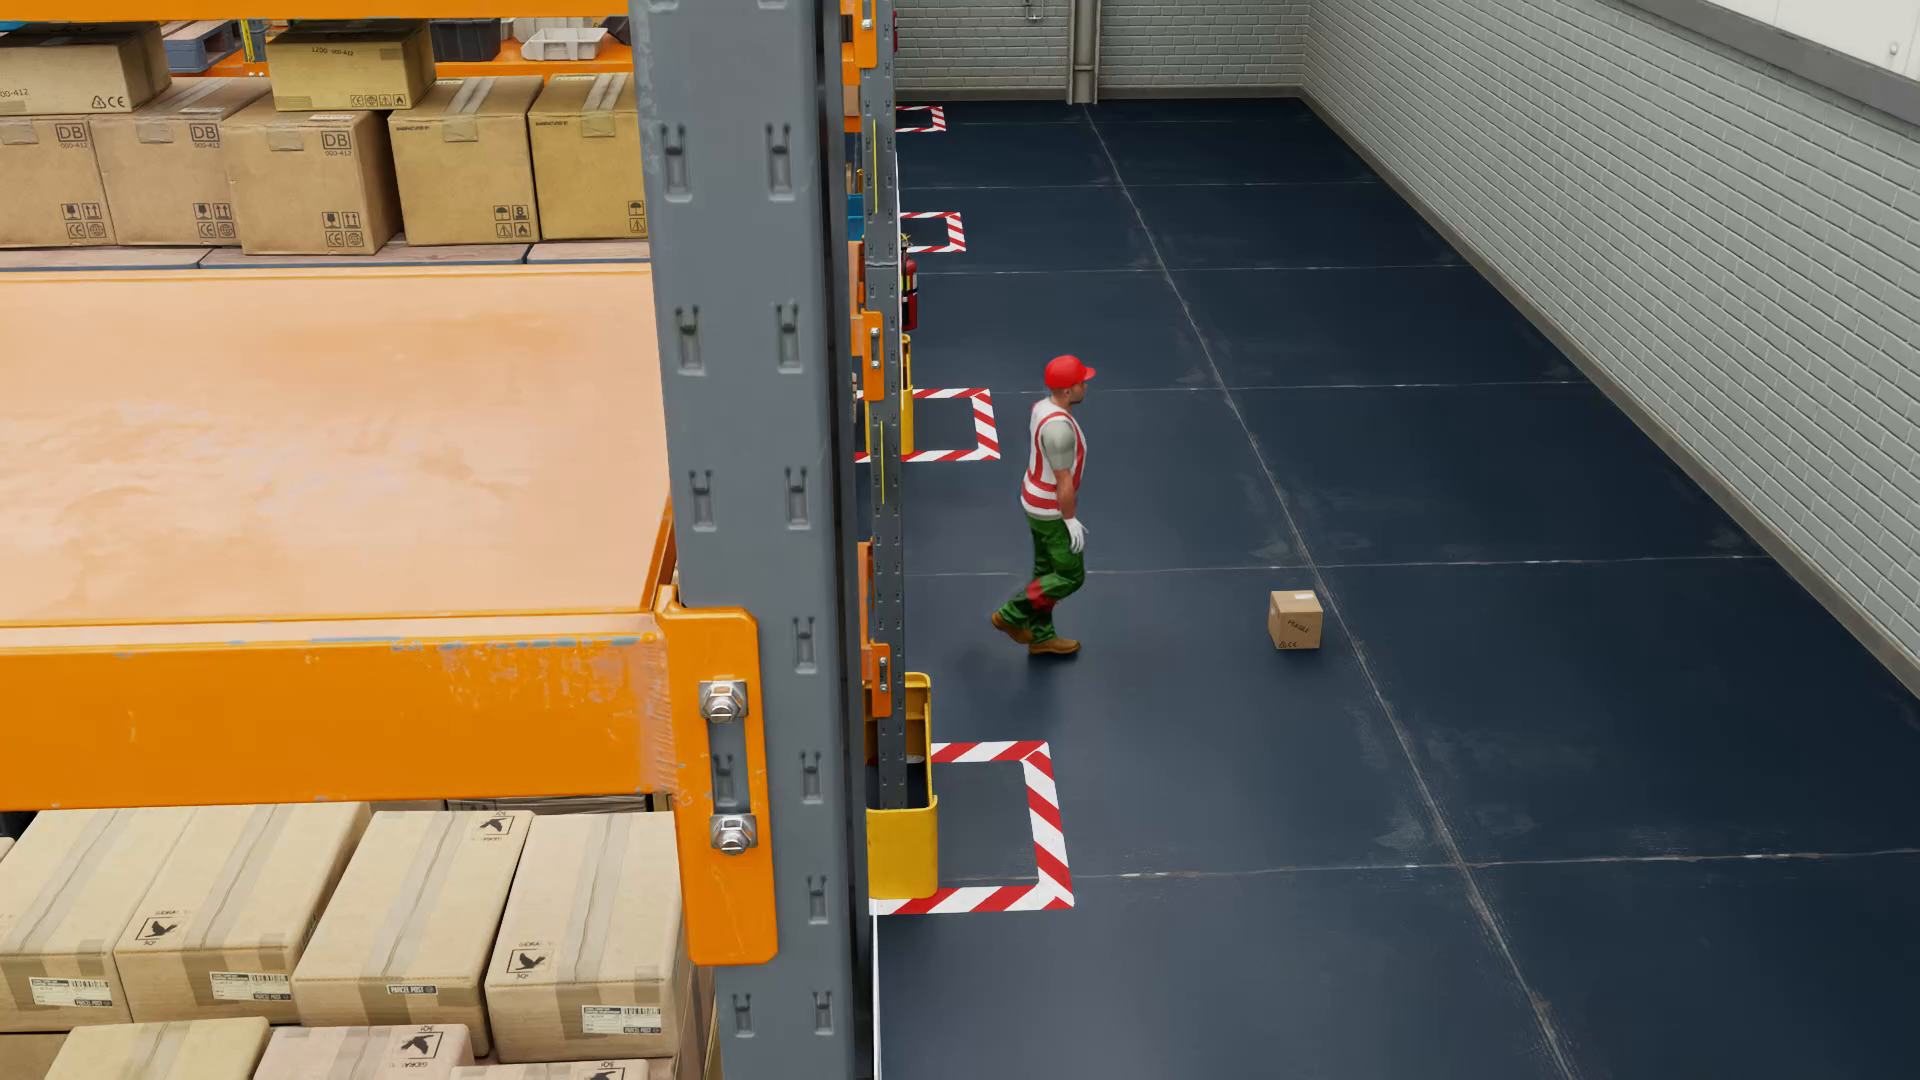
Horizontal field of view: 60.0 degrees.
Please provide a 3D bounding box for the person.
[{"bbox_3d":[0.450,-0.173,9.256,0.556,1.784,0.593,-1,27,-2],"label":"person"}]
